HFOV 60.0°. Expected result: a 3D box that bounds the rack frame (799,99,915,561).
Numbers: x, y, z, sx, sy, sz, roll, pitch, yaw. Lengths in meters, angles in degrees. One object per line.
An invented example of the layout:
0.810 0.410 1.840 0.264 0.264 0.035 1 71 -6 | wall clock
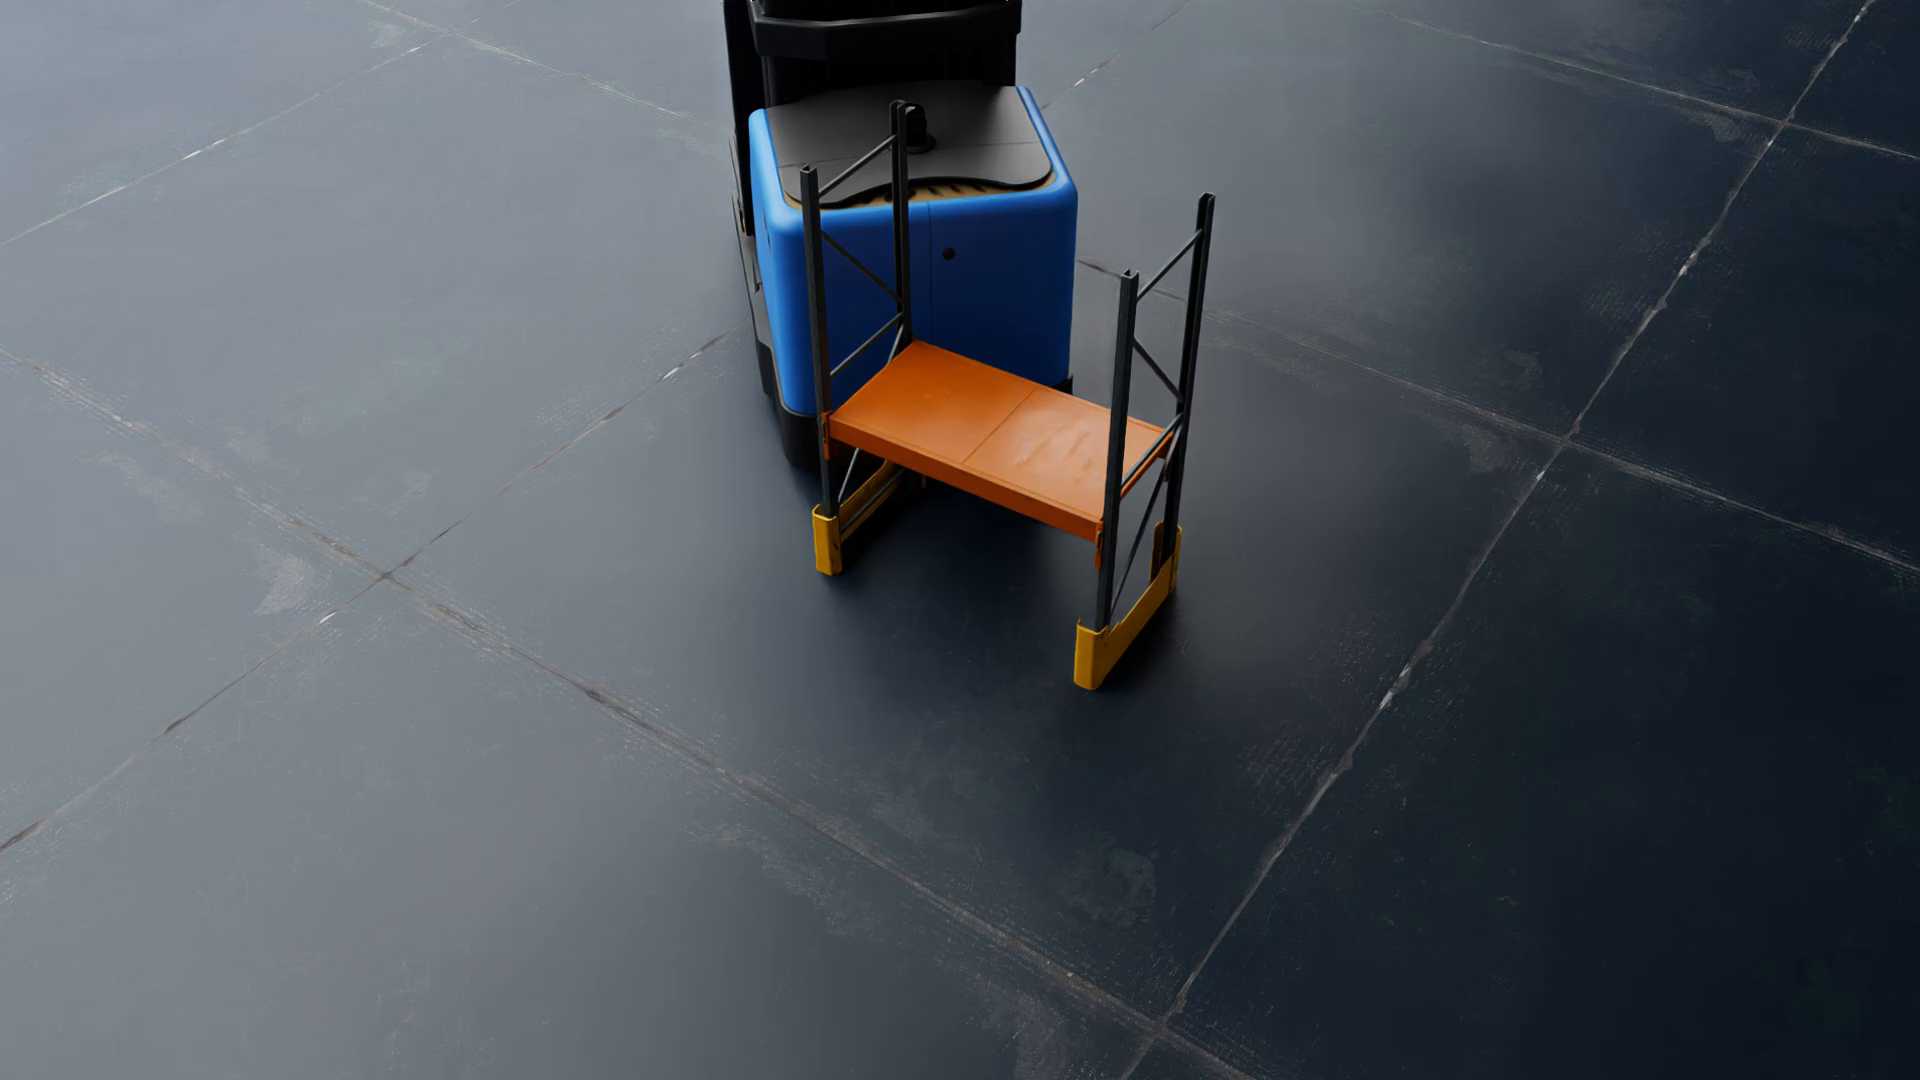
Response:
-0.306 -0.613 5.310 0.032 1.500 0.500 23 47 23 | rack frame

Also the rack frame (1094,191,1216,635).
0.557 -0.254 4.909 0.032 1.500 0.500 23 47 23 | rack frame

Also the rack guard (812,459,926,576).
-0.305 -0.147 5.726 0.087 0.250 0.587 23 47 23 | rack guard

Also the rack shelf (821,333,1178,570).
0.126 -0.299 5.230 1.000 0.185 0.538 23 47 23 | rack shelf

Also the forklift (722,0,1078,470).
-0.376 -2.332 6.158 1.130 2.935 3.031 -7 42 -8 | forklift

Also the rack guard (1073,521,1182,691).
0.541 0.205 5.334 0.087 0.250 0.587 23 47 23 | rack guard

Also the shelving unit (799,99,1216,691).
0.118 -0.437 5.113 1.083 1.500 0.587 23 47 23 | shelving unit
